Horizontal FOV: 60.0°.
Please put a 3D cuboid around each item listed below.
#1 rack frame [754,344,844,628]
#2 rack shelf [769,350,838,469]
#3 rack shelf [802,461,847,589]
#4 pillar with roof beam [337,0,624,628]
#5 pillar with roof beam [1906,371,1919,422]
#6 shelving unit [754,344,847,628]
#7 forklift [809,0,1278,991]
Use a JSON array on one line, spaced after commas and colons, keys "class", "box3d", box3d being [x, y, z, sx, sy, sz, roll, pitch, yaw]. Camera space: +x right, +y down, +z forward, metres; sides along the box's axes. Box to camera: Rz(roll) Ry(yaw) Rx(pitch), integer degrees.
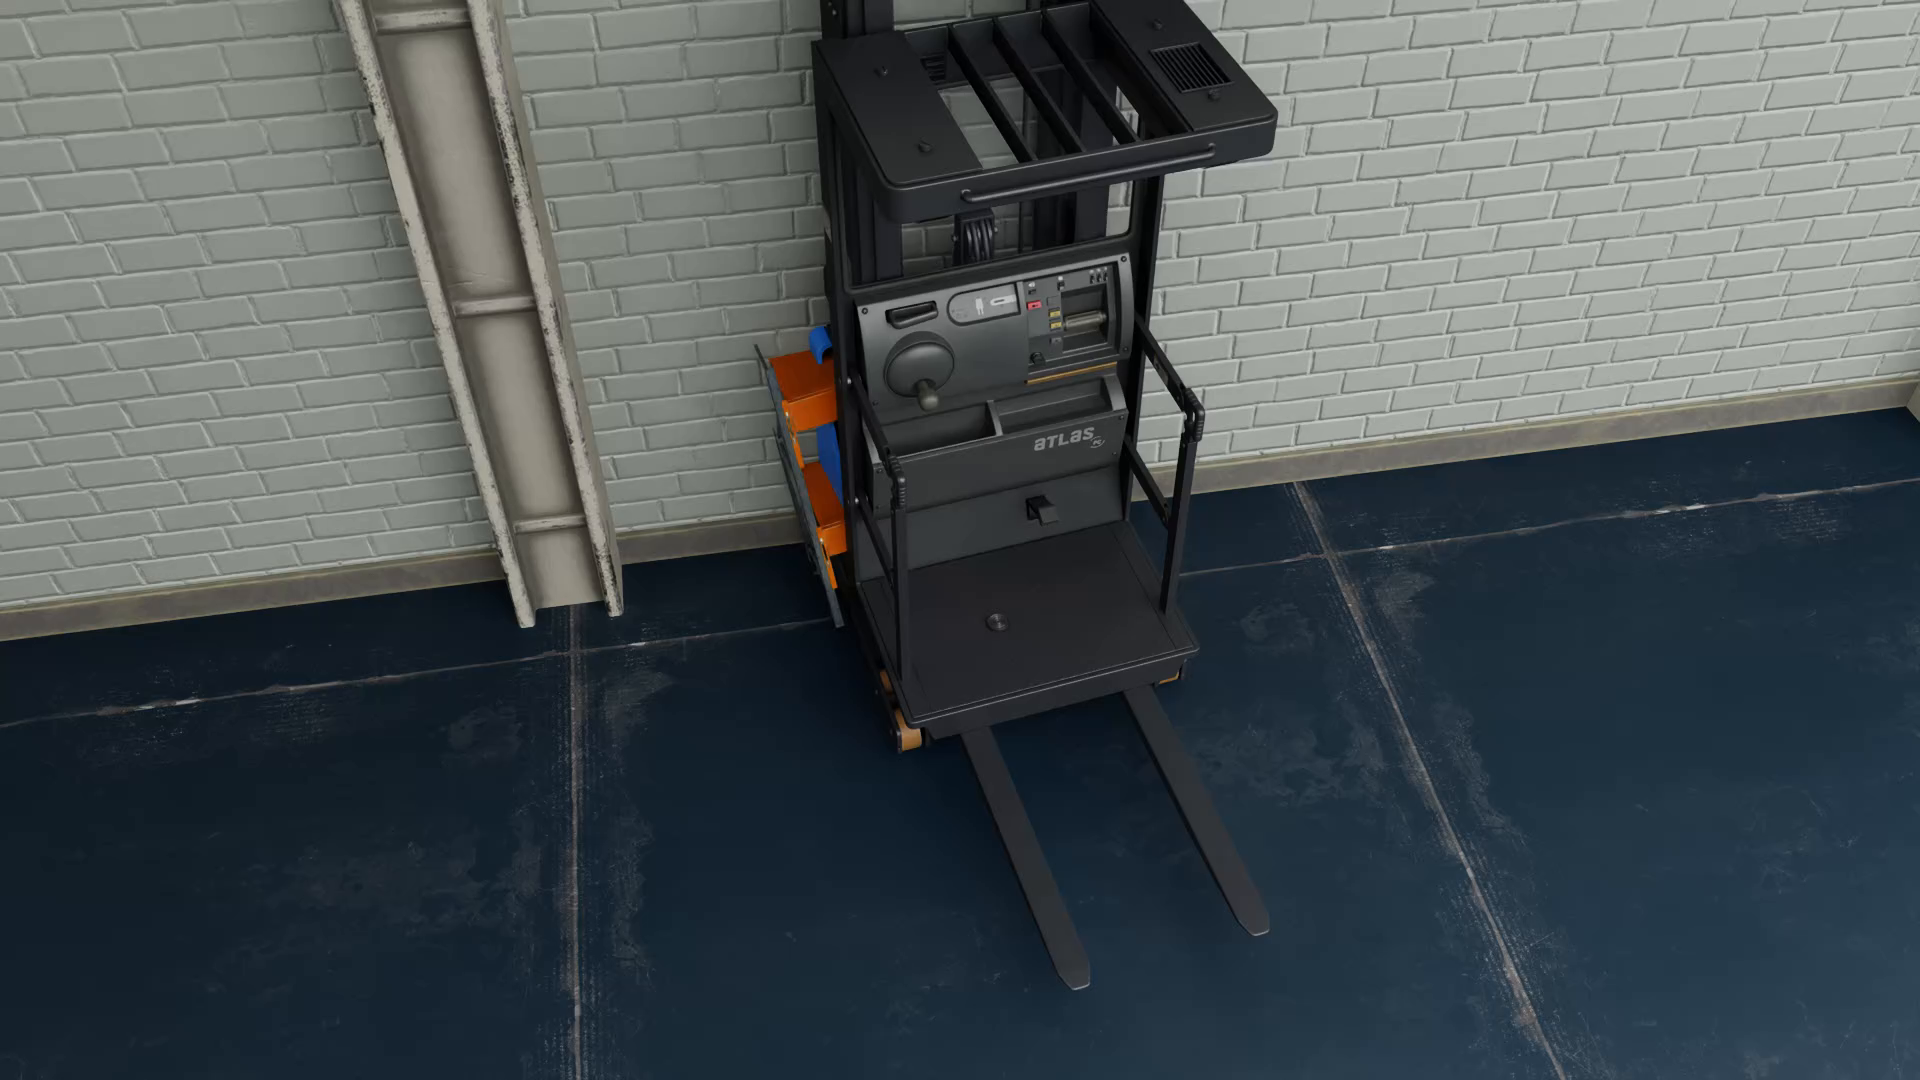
[{"class": "rack frame", "box3d": [-0.622, -0.253, 6.194, 0.032, 1.125, 0.500, -18, 34, -8]}, {"class": "rack shelf", "box3d": [-0.194, -0.644, 6.104, 1.000, 0.278, 0.538, -18, 34, -8]}, {"class": "rack shelf", "box3d": [-0.100, -0.207, 6.402, 1.000, 0.278, 0.538, -18, 34, -8]}, {"class": "pillar with roof beam", "box3d": [-0.798, 0.139, 0.367, 0.400, 9.000, 9.100, -7, 46, -7]}, {"class": "pillar with roof beam", "box3d": [5.114, -0.598, 1.077, 0.400, 9.000, 9.100, -7, 46, -7]}, {"class": "shelving unit", "box3d": [-0.143, -0.406, 6.266, 1.048, 1.125, 0.538, -18, 34, -8]}, {"class": "forklift", "box3d": [0.193, -0.589, 5.282, 1.130, 2.935, 3.031, -13, 48, -12]}]
